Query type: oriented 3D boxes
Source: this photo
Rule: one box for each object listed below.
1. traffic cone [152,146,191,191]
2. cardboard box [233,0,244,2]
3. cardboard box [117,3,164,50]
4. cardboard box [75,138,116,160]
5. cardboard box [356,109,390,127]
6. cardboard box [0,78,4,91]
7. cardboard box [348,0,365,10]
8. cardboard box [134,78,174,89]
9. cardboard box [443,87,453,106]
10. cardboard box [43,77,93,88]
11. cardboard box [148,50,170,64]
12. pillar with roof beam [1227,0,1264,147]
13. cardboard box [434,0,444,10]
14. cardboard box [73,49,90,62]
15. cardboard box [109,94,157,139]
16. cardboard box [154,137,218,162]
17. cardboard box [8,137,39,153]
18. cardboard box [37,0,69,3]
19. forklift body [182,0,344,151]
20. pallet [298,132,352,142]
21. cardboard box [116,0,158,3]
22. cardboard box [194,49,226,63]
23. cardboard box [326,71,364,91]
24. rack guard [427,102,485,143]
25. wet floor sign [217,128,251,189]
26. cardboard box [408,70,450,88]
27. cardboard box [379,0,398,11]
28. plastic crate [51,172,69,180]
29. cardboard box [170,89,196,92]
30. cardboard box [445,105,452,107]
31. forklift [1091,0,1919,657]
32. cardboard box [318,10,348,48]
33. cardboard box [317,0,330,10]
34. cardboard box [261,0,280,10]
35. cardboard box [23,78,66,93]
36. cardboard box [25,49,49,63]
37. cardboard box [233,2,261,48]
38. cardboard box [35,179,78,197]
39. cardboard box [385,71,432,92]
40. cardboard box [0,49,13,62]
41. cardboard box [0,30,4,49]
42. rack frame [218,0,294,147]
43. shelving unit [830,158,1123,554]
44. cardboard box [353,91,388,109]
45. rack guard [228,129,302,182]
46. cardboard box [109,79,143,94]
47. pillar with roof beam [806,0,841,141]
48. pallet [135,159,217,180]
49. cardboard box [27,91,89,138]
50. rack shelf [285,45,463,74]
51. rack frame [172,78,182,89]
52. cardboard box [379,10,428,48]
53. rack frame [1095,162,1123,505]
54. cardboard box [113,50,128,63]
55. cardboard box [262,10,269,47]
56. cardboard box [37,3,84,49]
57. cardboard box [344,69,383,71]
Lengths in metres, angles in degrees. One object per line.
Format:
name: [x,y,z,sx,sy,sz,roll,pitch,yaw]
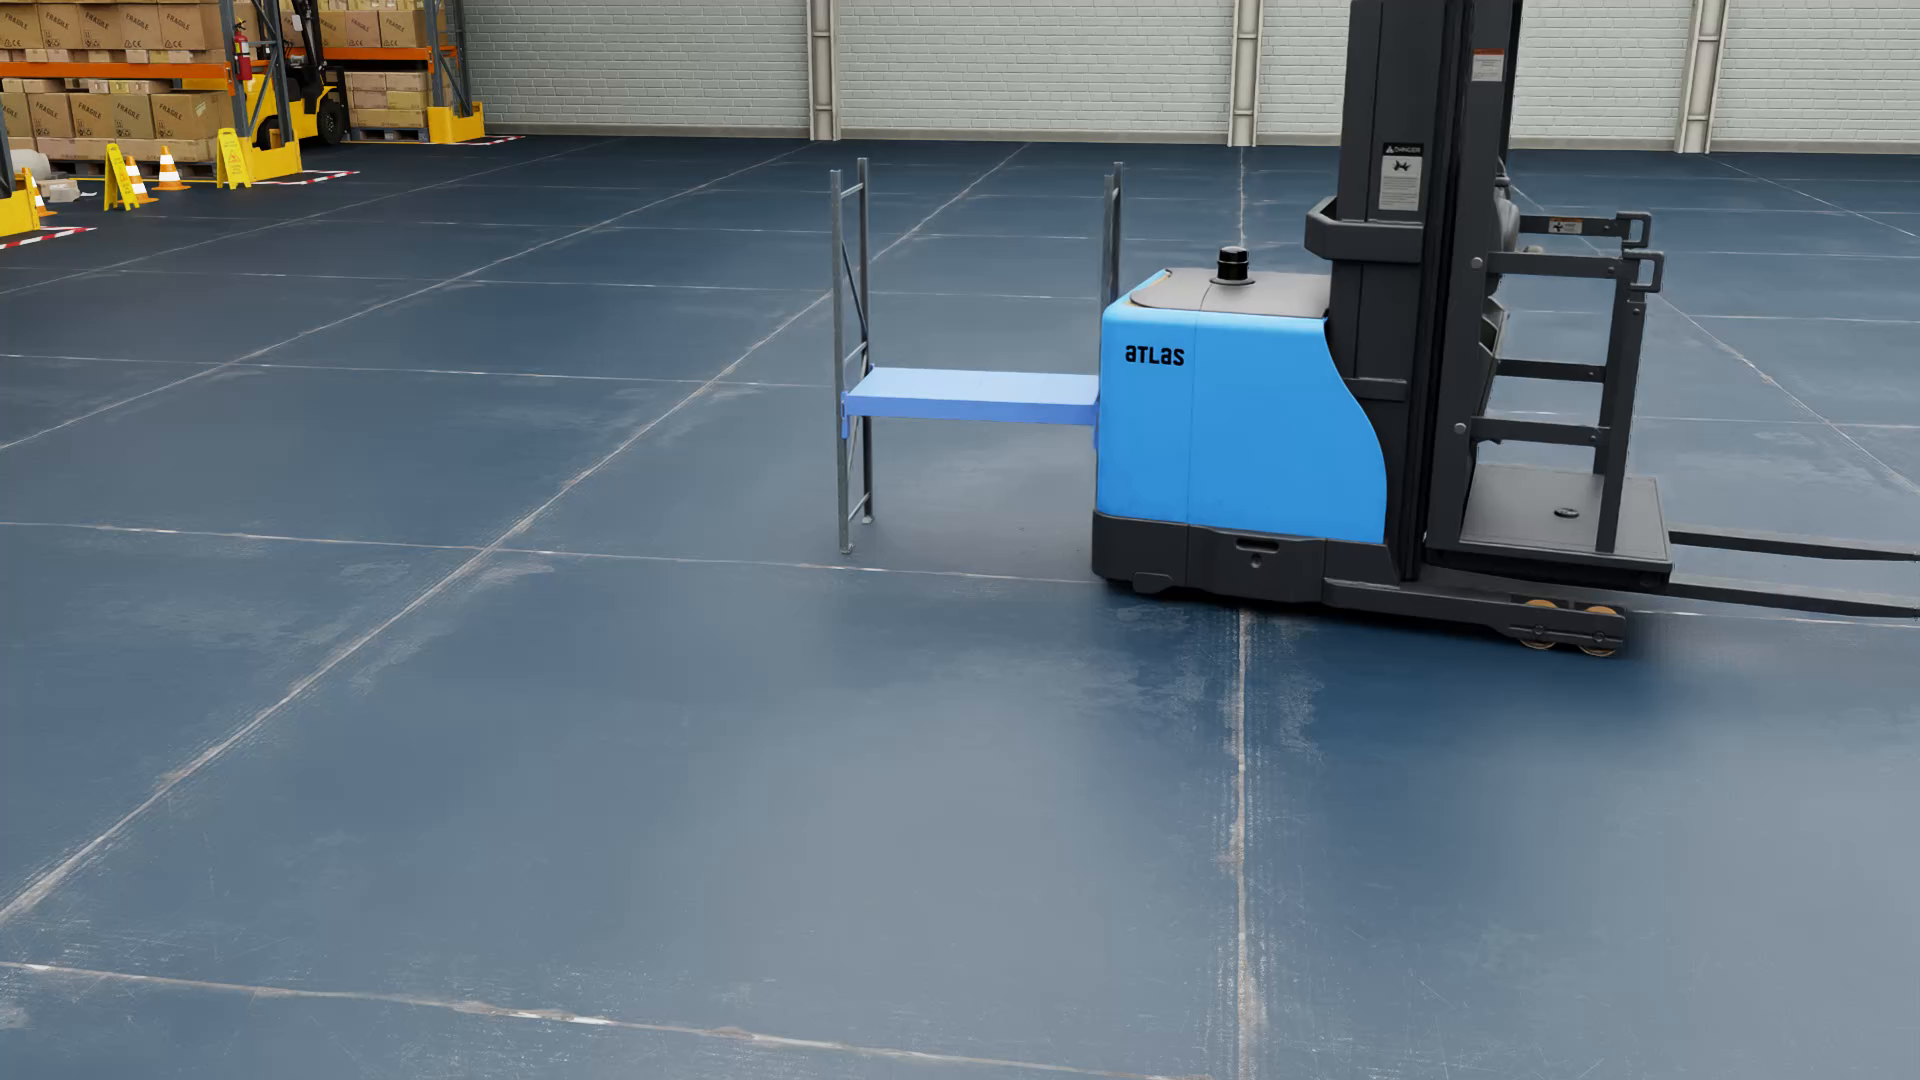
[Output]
traffic cone: [-8.754,-4.119,18.384,0.334,0.463,0.336,3,19,9]
cardboard box: [-10.268,-7.665,23.805,0.250,0.149,0.380,3,19,10]
cardboard box: [-9.198,-5.861,18.965,0.500,0.500,0.500,3,19,9]
cardboard box: [-9.993,-4.609,19.523,0.500,0.250,0.500,2,19,7]
cardboard box: [-8.344,-6.108,24.001,0.500,0.250,0.500,3,19,9]
cardboard box: [-11.420,-5.325,19.458,0.250,0.149,0.380,3,19,9]
cardboard box: [-8.474,-7.596,23.599,0.250,0.149,0.380,3,19,8]
cardboard box: [-11.807,-6.557,24.753,0.625,0.625,0.875,4,19,11]
cardboard box: [-7.772,-6.481,24.329,0.500,0.250,0.500,3,19,10]
cardboard box: [-13.315,-6.636,24.988,0.625,0.625,0.875,2,19,6]
cardboard box: [-9.045,-5.535,19.014,0.250,0.149,0.380,3,19,8]
pillar with roof beam: [3.280,-8.470,17.934,0.400,9.000,9.100,3,19,9]
cardboard box: [-7.635,-7.713,23.948,0.250,0.149,0.380,2,19,7]
cardboard box: [-10.034,-5.620,19.269,0.250,0.149,0.380,3,19,9]
cardboard box: [-9.473,-4.939,19.327,0.500,0.500,0.500,4,19,11]
cardboard box: [-8.989,-4.557,19.368,0.500,0.250,0.500,3,19,8]
cardboard box: [-11.005,-4.663,19.685,0.500,0.250,0.500,4,19,12]
cardboard box: [-10.152,-6.414,19.044,0.500,0.500,0.700,3,19,8]
forklift body: [-9.503,-6.381,22.485,1.214,2.155,2.313,3,19,9]
pallet: [-9.304,-6.025,24.477,1.213,0.211,1.003,3,19,9]
cardboard box: [-9.162,-6.352,18.859,0.500,0.500,0.700,3,19,9]
cardboard box: [-8.528,-5.537,19.021,0.250,0.149,0.380,4,19,10]
cardboard box: [-8.850,-6.601,23.899,0.500,0.250,0.500,3,19,9]
rack guard: [-7.317,-6.073,24.166,0.348,0.500,1.175,3,19,9]
wet floor sign: [-8.107,-4.243,18.468,0.232,0.644,0.267,10,21,27]
cardboard box: [-7.785,-6.713,24.234,0.500,0.250,0.500,3,19,8]
cardboard box: [-7.985,-7.548,23.455,0.250,0.149,0.380,3,19,10]
plastic crate: [-10.654,-4.185,19.186,0.583,0.080,0.402,-3,19,-10]
cardboard box: [-9.418,-5.109,19.834,0.500,0.500,0.500,2,19,7]
cardboard box: [-7.795,-6.241,24.400,0.500,0.250,0.500,3,19,9]
forklift: [2.066,-1.186,5.728,3.031,2.935,1.130,6,20,18]
cardboard box: [-8.885,-7.304,23.749,0.500,0.500,0.500,3,19,8]
cardboard box: [-8.998,-7.601,23.614,0.250,0.149,0.380,3,19,9]
cardboard box: [-9.758,-7.644,23.742,0.250,0.149,0.380,2,19,7]
cardboard box: [-10.646,-5.287,19.345,0.250,0.149,0.380,4,19,12]
cardboard box: [-10.552,-5.603,19.218,0.250,0.149,0.380,3,19,9]
cardboard box: [-8.548,-6.004,19.393,0.500,0.500,0.500,3,19,8]
cardboard box: [-9.738,-3.786,17.883,0.250,0.149,0.380,14,23,37]
cardboard box: [-7.845,-6.555,23.761,0.500,0.250,0.500,4,19,10]
cardboard box: [-11.050,-5.647,19.348,0.250,0.149,0.380,3,19,10]
cardboard box: [-11.184,-5.967,19.283,0.500,0.500,0.500,3,19,8]
rack frame: [-8.125,-5.705,19.125,0.127,3.000,1.000,3,19,9]
shelving unit: [0.075,-0.708,6.556,1.048,1.500,0.538,3,19,9]
cardboard box: [-8.365,-6.347,23.930,0.500,0.250,0.500,3,19,8]
rack guard: [-8.200,-4.523,19.533,0.348,0.500,1.175,3,19,9]
cardboard box: [-9.578,-5.233,19.182,0.250,0.149,0.380,3,19,10]
pillar with roof beam: [-2.644,-8.772,18.837,0.400,9.000,9.100,3,19,9]
pallet: [-8.996,-4.438,19.734,1.213,0.211,1.003,3,19,9]
cardboard box: [-10.492,-4.993,19.487,0.500,0.500,0.500,4,19,12]
rack shelf: [-9.316,-7.019,24.188,4.000,0.370,1.077,3,19,9]
rack frame: [-11.290,-7.461,24.375,0.127,3.000,1.000,3,19,9]
cardboard box: [-7.868,-7.250,23.585,0.500,0.500,0.500,3,19,7]
rack frame: [0.577,-0.682,6.476,0.032,1.500,0.500,3,19,9]
cardboard box: [-9.535,-5.595,19.194,0.250,0.149,0.380,3,19,9]
cardboard box: [-9.877,-7.358,23.910,0.500,0.500,0.500,3,19,8]
cardboard box: [-10.189,-5.918,19.138,0.500,0.500,0.500,3,19,9]
cardboard box: [-8.771,-6.765,24.391,0.500,0.250,0.500,3,19,8]
